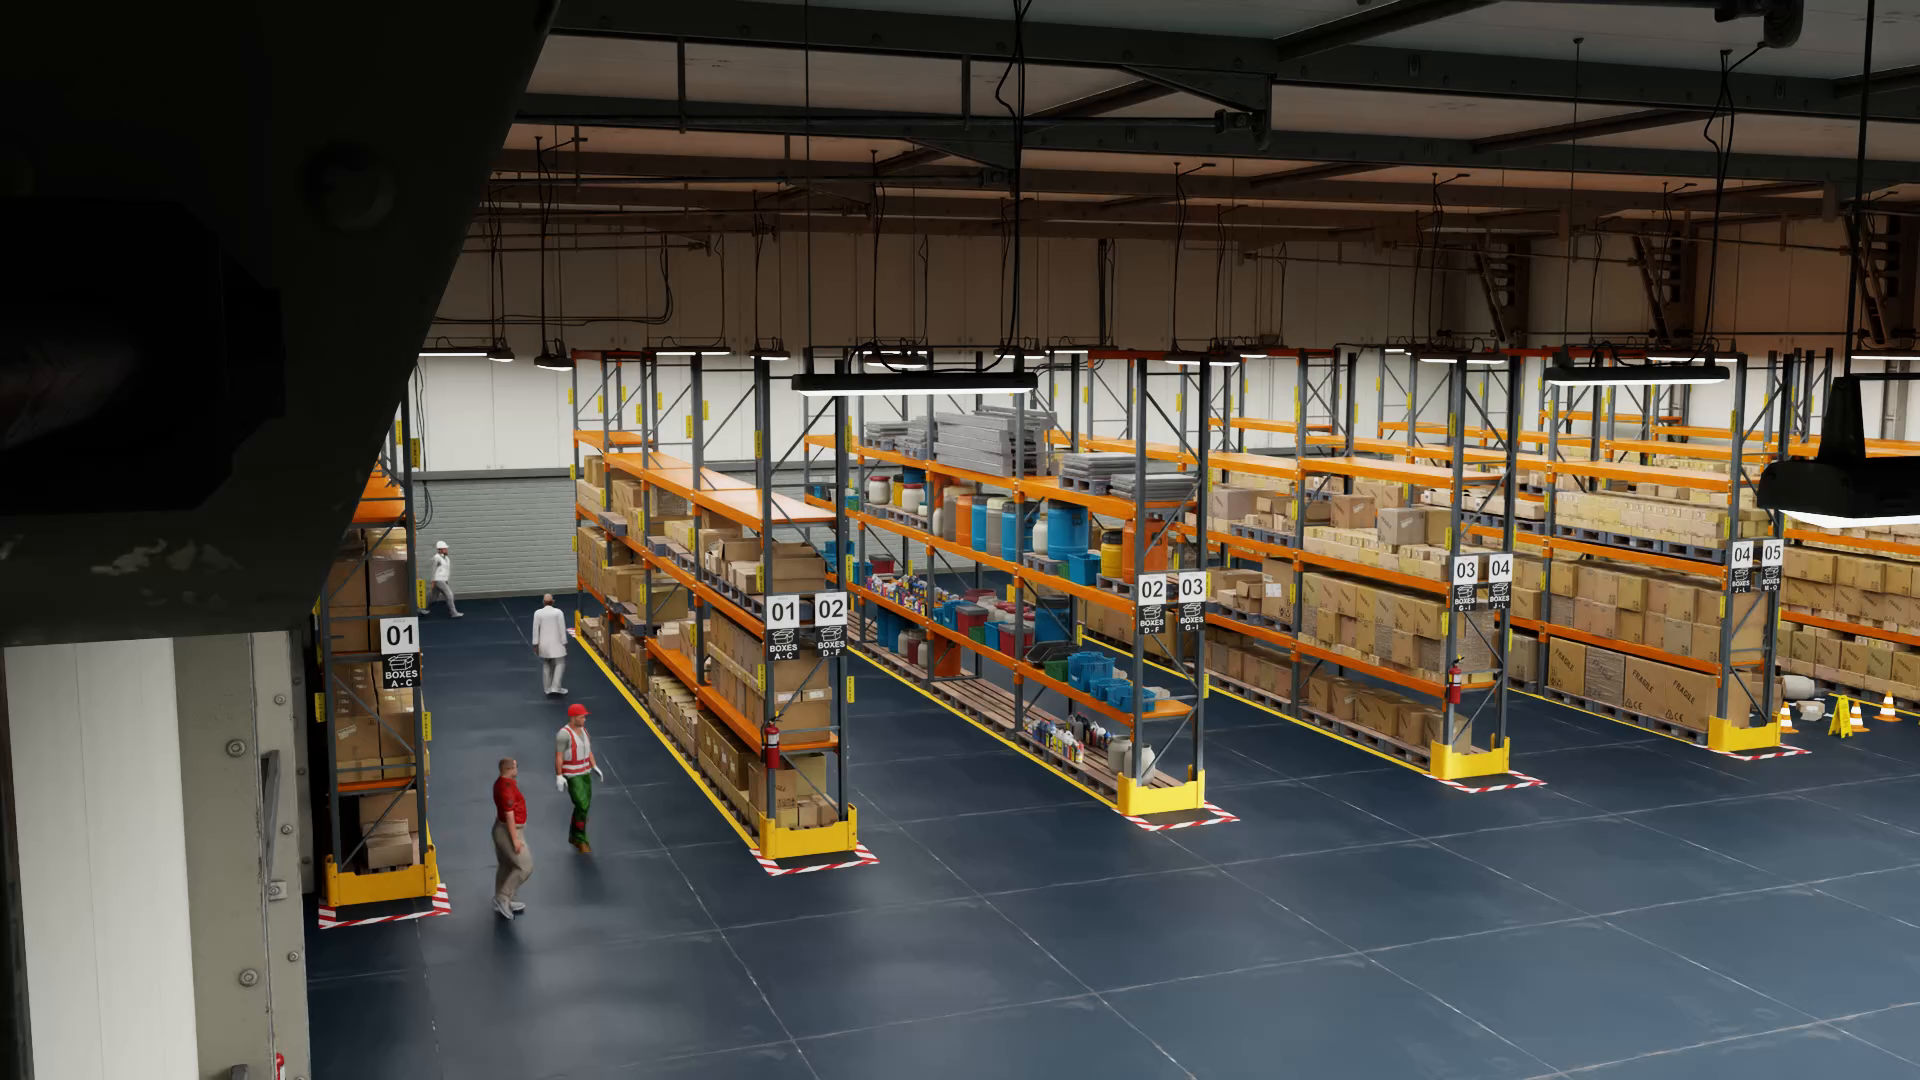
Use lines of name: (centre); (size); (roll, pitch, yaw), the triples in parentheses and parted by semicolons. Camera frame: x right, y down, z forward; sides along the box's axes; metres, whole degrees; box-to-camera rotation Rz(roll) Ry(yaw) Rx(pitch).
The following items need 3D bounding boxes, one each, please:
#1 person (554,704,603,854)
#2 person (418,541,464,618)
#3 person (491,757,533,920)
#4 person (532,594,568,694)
person: (-4.675, 2.938, 20.449); (0.460, 1.857, 0.571); (3, 8, 23)
person: (-11.609, 0.876, 37.080); (1.095, 1.720, 0.523); (-1, 7, -4)
person: (-4.907, 3.226, 18.116); (0.441, 1.747, 0.566); (-3, 8, -21)
person: (-7.199, 1.930, 29.194); (0.633, 1.578, 0.588); (0, 7, 4)
